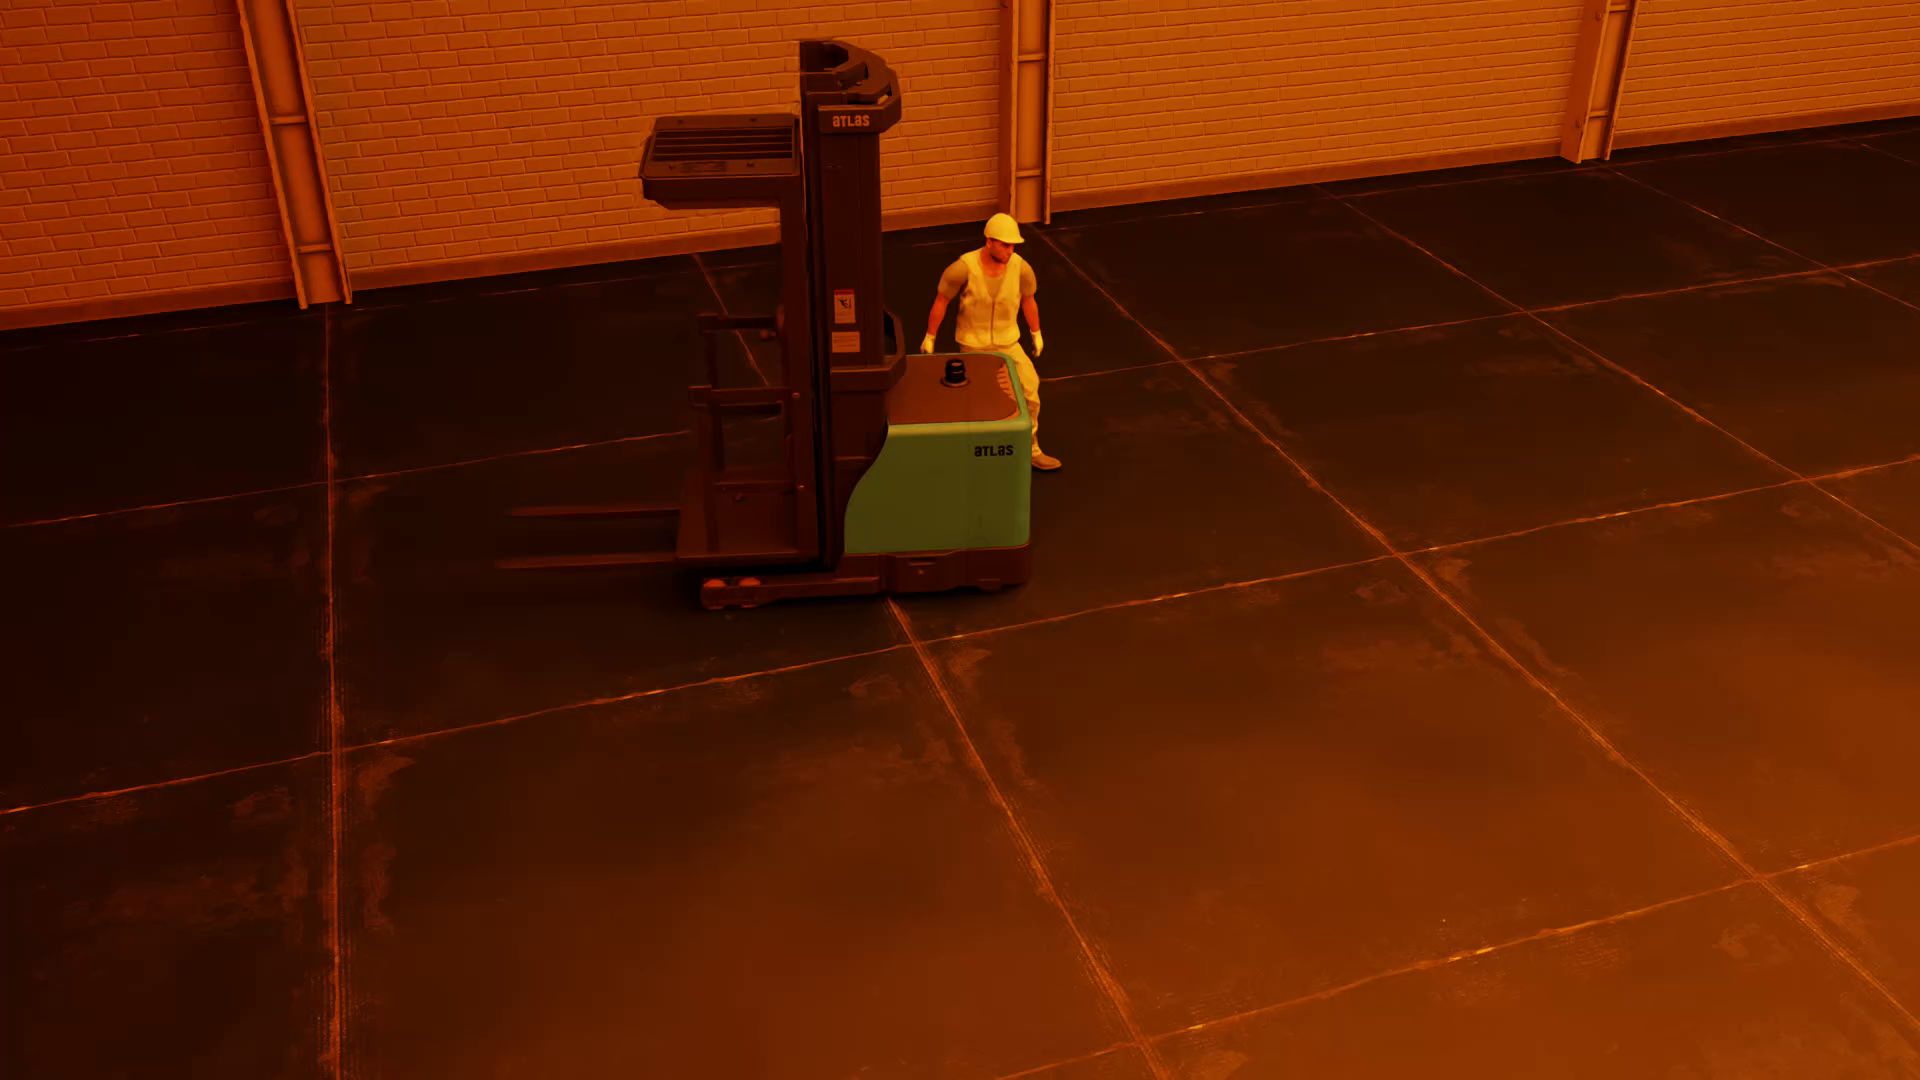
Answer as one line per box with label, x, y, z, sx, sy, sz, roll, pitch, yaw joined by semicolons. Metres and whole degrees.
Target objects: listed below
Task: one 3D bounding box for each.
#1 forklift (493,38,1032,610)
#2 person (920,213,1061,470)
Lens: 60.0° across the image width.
forklift;-1.140;-1.155;9.095;3.031;2.935;1.130;-3;30;-4
person;0.206;-1.209;10.390;0.876;1.749;0.450;-7;31;-11
